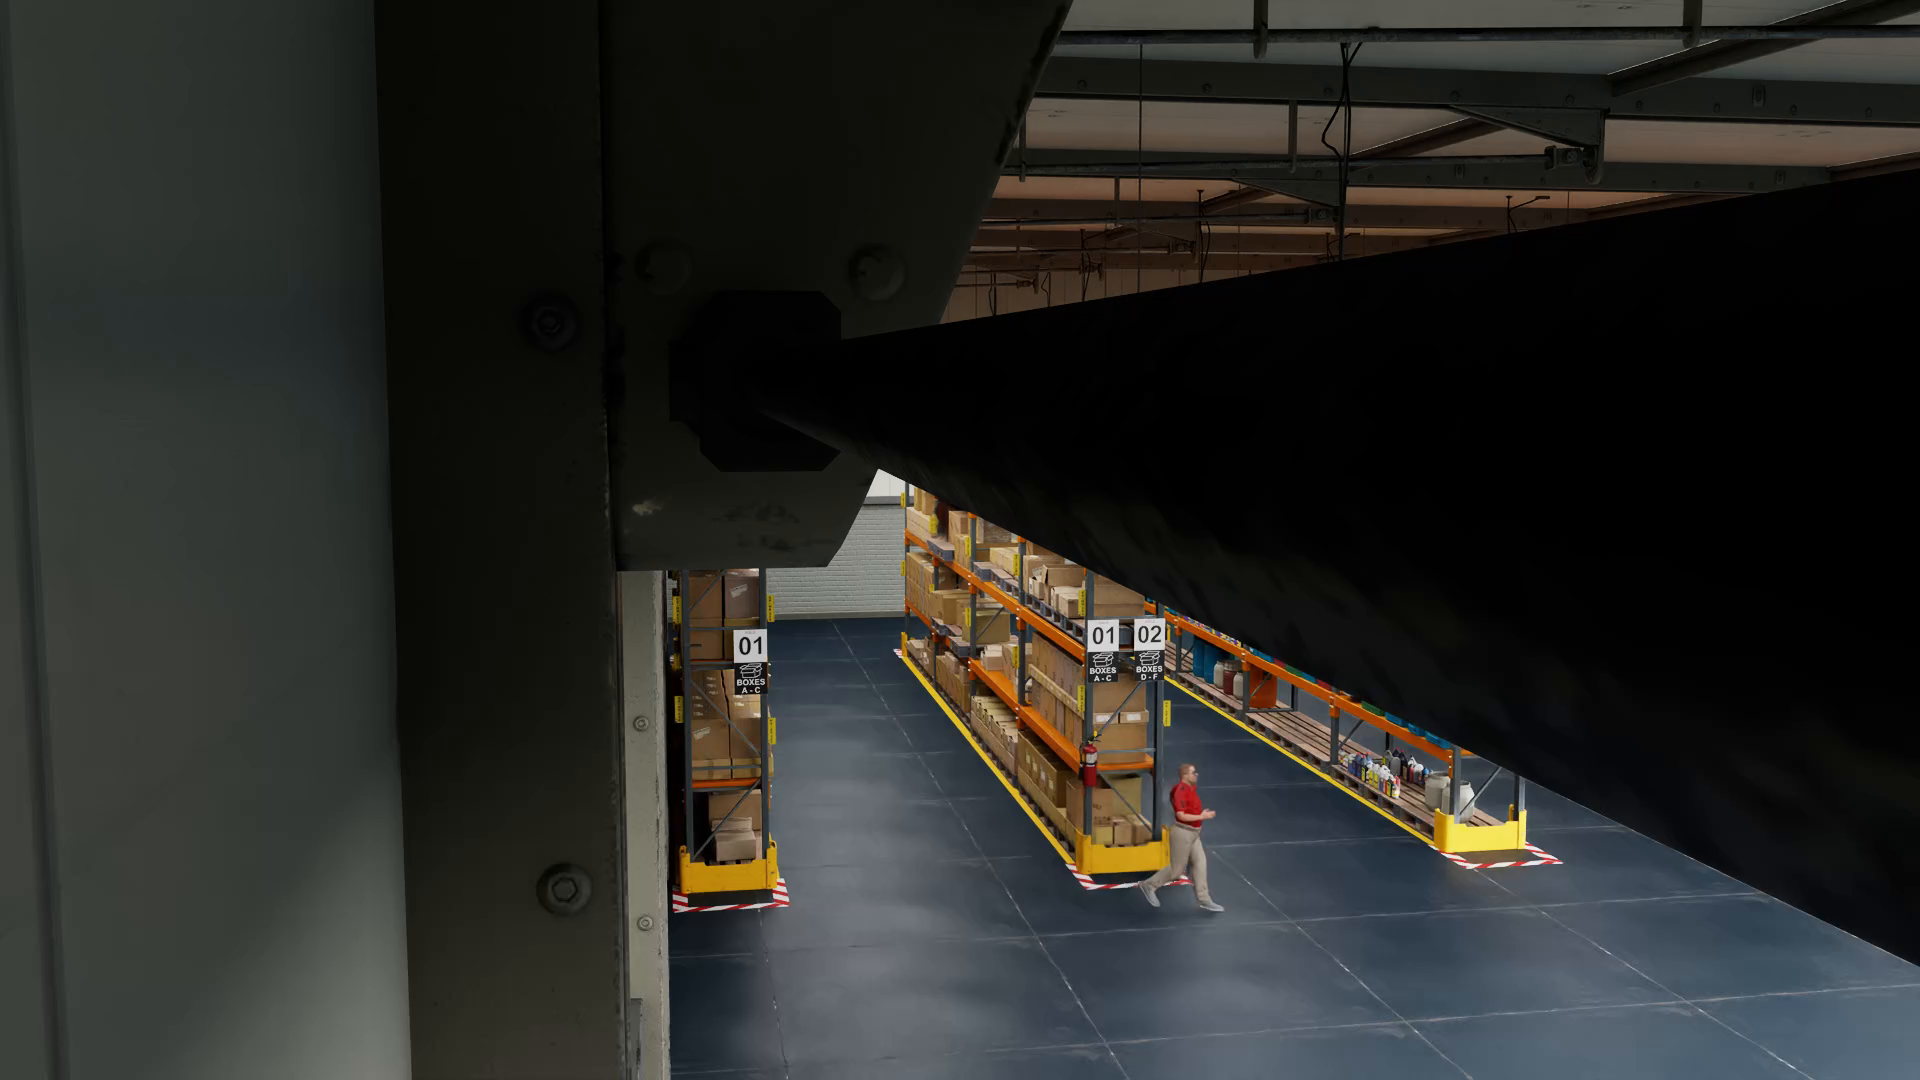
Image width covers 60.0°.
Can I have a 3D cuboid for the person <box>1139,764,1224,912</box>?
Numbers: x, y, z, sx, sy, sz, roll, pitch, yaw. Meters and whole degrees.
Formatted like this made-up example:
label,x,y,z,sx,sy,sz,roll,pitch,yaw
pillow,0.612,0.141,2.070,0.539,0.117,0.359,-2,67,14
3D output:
label,x,y,z,sx,sy,sz,roll,pitch,yaw
person,2.607,3.445,19.353,0.986,1.709,0.690,2,6,20
